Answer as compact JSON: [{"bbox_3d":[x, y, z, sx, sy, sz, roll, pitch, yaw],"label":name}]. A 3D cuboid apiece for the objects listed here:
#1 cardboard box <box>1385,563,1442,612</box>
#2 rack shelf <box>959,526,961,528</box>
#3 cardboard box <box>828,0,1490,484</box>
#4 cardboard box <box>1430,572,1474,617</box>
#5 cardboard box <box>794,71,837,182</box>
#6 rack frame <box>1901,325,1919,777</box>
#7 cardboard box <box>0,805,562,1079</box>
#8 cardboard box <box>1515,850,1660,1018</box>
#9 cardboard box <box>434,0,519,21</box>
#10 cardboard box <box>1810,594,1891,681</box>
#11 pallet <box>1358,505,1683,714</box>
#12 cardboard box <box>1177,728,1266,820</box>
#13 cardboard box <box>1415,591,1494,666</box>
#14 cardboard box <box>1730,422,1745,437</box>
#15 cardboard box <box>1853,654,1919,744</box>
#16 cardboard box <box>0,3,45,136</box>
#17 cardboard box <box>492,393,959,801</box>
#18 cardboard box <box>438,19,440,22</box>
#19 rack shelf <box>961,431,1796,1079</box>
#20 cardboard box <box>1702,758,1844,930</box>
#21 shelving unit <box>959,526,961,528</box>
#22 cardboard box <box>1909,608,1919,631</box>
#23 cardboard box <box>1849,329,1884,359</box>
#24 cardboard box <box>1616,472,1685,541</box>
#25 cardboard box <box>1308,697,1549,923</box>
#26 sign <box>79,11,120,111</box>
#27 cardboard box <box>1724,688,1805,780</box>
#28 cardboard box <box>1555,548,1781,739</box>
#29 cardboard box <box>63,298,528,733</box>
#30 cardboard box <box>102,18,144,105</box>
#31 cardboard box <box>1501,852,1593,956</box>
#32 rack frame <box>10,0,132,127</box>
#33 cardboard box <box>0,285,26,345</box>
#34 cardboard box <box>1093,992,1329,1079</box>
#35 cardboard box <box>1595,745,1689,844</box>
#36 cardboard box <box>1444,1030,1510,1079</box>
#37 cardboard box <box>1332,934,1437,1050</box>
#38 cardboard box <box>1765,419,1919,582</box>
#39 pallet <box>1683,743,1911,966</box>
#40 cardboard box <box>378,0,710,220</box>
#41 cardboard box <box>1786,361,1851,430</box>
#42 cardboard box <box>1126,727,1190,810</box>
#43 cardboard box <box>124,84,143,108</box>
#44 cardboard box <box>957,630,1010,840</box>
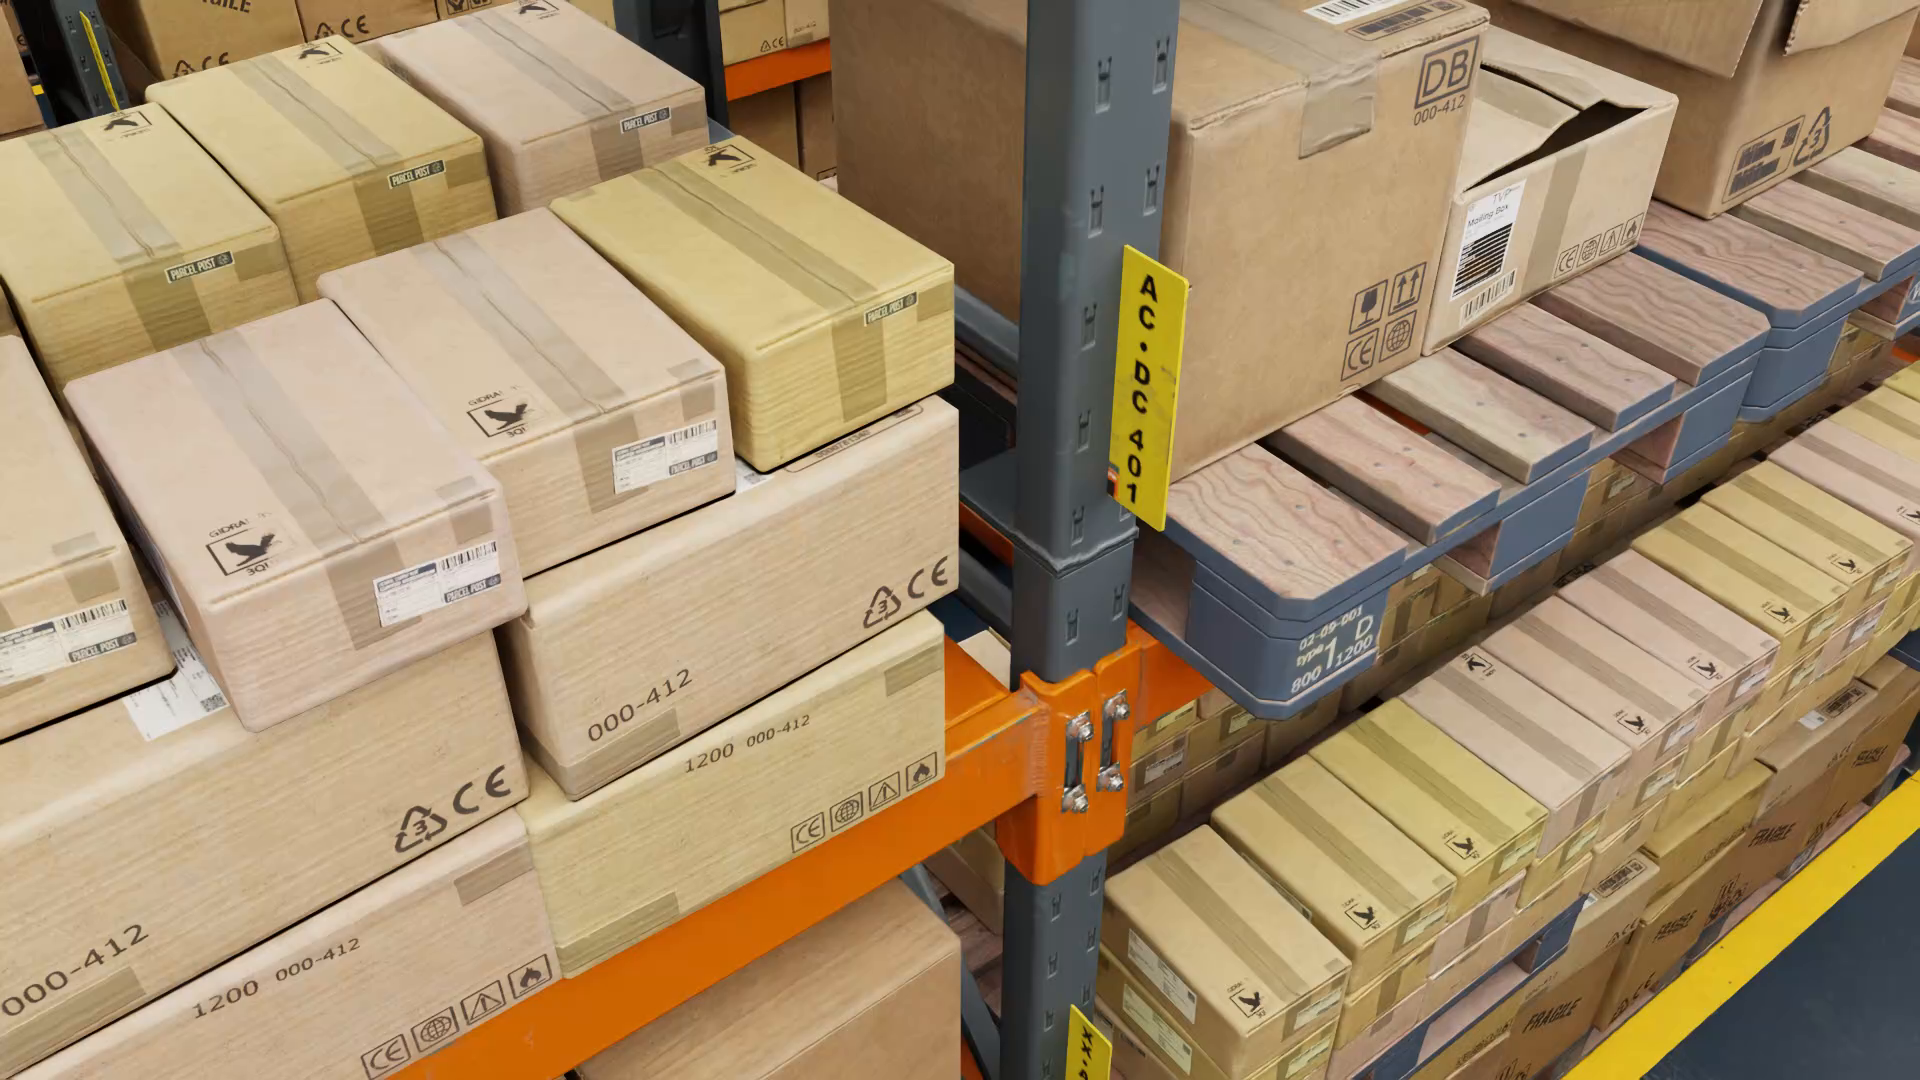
[{"bbox_3d":[0.885,-0.016,3.803,0.250,0.149,0.380,-28,47,-29],"label":"cardboard box"},{"bbox_3d":[-0.005,-0.243,6.545,1.000,0.278,0.538,-26,46,-28],"label":"rack shelf"},{"bbox_3d":[0.229,-0.522,2.246,0.500,0.500,0.700,-26,46,-28],"label":"cardboard box"},{"bbox_3d":[1.100,-0.014,4.035,0.250,0.149,0.380,-26,46,-28],"label":"cardboard box"},{"bbox_3d":[-0.661,-2.181,8.388,0.875,0.875,0.875,-26,46,-28],"label":"cardboard box"},{"bbox_3d":[3.033,-0.616,5.135,0.127,3.000,1.000,-26,46,-28],"label":"rack frame"},{"bbox_3d":[-0.766,0.341,1.722,0.500,0.250,0.500,-26,46,-28],"label":"cardboard box"},{"bbox_3d":[1.436,0.890,4.349,0.500,0.250,0.500,-24,45,-27],"label":"cardboard box"},{"bbox_3d":[-1.925,-2.374,6.411,0.500,0.500,0.500,-27,47,-29],"label":"cardboard box"},{"bbox_3d":[1.898,0.124,3.867,0.250,0.149,0.380,-25,45,-27],"label":"cardboard box"},{"bbox_3d":[1.489,0.244,4.238,1.213,0.211,1.003,-26,46,-28],"label":"pallet"},{"bbox_3d":[0.460,0.416,3.745,0.250,0.149,0.380,-26,46,-28],"label":"cardboard box"},{"bbox_3d":[1.087,0.107,4.121,0.250,0.149,0.380,-24,45,-26],"label":"cardboard box"},{"bbox_3d":[1.905,-0.402,4.507,0.250,0.149,0.380,-26,46,-28],"label":"cardboard box"},{"bbox_3d":[2.651,0.295,5.074,0.500,0.250,0.500,-27,47,-29],"label":"cardboard box"},{"bbox_3d":[-3.441,-1.624,5.497,0.500,0.500,0.500,-26,46,-28],"label":"cardboard box"},{"bbox_3d":[-0.349,-0.058,1.815,0.500,0.250,0.500,-28,47,-30],"label":"cardboard box"},{"bbox_3d":[-1.901,-2.081,6.645,0.500,0.250,0.500,-25,46,-28],"label":"cardboard box"},{"bbox_3d":[1.448,0.436,4.421,4.000,0.370,1.077,-26,46,-28],"label":"rack shelf"},{"bbox_3d":[2.257,0.773,5.082,0.500,0.500,0.500,-24,45,-26],"label":"cardboard box"},{"bbox_3d":[-0.005,-0.432,6.390,1.048,1.125,0.538,-26,46,-28],"label":"shelving unit"},{"bbox_3d":[2.321,0.030,4.215,0.250,0.149,0.380,-27,46,-29],"label":"cardboard box"},{"bbox_3d":[2.528,-0.710,4.883,0.250,0.149,0.380,-24,45,-26],"label":"cardboard box"},{"bbox_3d":[1.706,-0.192,4.486,0.250,0.149,0.380,-24,45,-27],"label":"cardboard box"},{"bbox_3d":[0.877,0.506,3.166,0.250,0.149,0.380,-26,46,-28],"label":"cardboard box"},{"bbox_3d":[-2.895,-1.607,5.599,0.005,0.325,0.100,-26,46,-28],"label":"sign"},{"bbox_3d":[1.688,0.341,3.836,0.250,0.149,0.380,-28,47,-30],"label":"cardboard box"},{"bbox_3d":[1.479,0.214,3.522,0.250,0.149,0.380,-24,45,-27],"label":"cardboard box"},{"bbox_3d":[-0.591,-0.038,1.475,0.250,0.149,0.380,-26,46,-28],"label":"cardboard box"},{"bbox_3d":[-3.033,-1.948,6.483,0.500,0.250,0.500,-26,46,-28],"label":"cardboard box"},{"bbox_3d":[1.071,0.643,3.468,0.250,0.149,0.380,-26,46,-28],"label":"cardboard box"},{"bbox_3d":[-3.235,-1.520,6.238,0.127,3.000,1.000,-26,46,-28],"label":"rack frame"},{"bbox_3d":[-1.151,-0.237,1.718,0.250,0.149,0.380,-27,47,-29],"label":"cardboard box"},{"bbox_3d":[0.454,0.944,3.101,0.250,0.149,0.380,-28,47,-30],"label":"cardboard box"},{"bbox_3d":[1.281,0.422,3.503,0.250,0.149,0.380,-24,45,-26],"label":"cardboard box"},{"bbox_3d":[1.028,1.377,4.346,0.500,0.500,0.500,-24,45,-26],"label":"cardboard box"},{"bbox_3d":[0.659,0.728,3.130,0.250,0.149,0.380,-27,46,-29],"label":"cardboard box"},{"bbox_3d":[2.112,-0.098,3.903,0.250,0.149,0.380,-26,46,-28],"label":"cardboard box"},{"bbox_3d":[2.413,0.764,5.652,1.213,0.211,1.003,-26,46,-28],"label":"pallet"},{"bbox_3d":[-0.517,-0.528,2.073,0.250,0.149,0.380,-27,46,-29],"label":"cardboard box"},{"bbox_3d":[2.343,-0.506,4.868,0.250,0.149,0.380,-24,45,-26],"label":"cardboard box"},{"bbox_3d":[0.265,0.395,3.536,0.250,0.149,0.380,-26,46,-28],"label":"cardboard box"},{"bbox_3d":[-3.033,-1.762,6.651,0.500,0.250,0.500,-27,47,-29],"label":"cardboard box"},{"bbox_3d":[0.061,0.382,3.317,0.250,0.149,0.380,-24,45,-26],"label":"cardboard box"}]
